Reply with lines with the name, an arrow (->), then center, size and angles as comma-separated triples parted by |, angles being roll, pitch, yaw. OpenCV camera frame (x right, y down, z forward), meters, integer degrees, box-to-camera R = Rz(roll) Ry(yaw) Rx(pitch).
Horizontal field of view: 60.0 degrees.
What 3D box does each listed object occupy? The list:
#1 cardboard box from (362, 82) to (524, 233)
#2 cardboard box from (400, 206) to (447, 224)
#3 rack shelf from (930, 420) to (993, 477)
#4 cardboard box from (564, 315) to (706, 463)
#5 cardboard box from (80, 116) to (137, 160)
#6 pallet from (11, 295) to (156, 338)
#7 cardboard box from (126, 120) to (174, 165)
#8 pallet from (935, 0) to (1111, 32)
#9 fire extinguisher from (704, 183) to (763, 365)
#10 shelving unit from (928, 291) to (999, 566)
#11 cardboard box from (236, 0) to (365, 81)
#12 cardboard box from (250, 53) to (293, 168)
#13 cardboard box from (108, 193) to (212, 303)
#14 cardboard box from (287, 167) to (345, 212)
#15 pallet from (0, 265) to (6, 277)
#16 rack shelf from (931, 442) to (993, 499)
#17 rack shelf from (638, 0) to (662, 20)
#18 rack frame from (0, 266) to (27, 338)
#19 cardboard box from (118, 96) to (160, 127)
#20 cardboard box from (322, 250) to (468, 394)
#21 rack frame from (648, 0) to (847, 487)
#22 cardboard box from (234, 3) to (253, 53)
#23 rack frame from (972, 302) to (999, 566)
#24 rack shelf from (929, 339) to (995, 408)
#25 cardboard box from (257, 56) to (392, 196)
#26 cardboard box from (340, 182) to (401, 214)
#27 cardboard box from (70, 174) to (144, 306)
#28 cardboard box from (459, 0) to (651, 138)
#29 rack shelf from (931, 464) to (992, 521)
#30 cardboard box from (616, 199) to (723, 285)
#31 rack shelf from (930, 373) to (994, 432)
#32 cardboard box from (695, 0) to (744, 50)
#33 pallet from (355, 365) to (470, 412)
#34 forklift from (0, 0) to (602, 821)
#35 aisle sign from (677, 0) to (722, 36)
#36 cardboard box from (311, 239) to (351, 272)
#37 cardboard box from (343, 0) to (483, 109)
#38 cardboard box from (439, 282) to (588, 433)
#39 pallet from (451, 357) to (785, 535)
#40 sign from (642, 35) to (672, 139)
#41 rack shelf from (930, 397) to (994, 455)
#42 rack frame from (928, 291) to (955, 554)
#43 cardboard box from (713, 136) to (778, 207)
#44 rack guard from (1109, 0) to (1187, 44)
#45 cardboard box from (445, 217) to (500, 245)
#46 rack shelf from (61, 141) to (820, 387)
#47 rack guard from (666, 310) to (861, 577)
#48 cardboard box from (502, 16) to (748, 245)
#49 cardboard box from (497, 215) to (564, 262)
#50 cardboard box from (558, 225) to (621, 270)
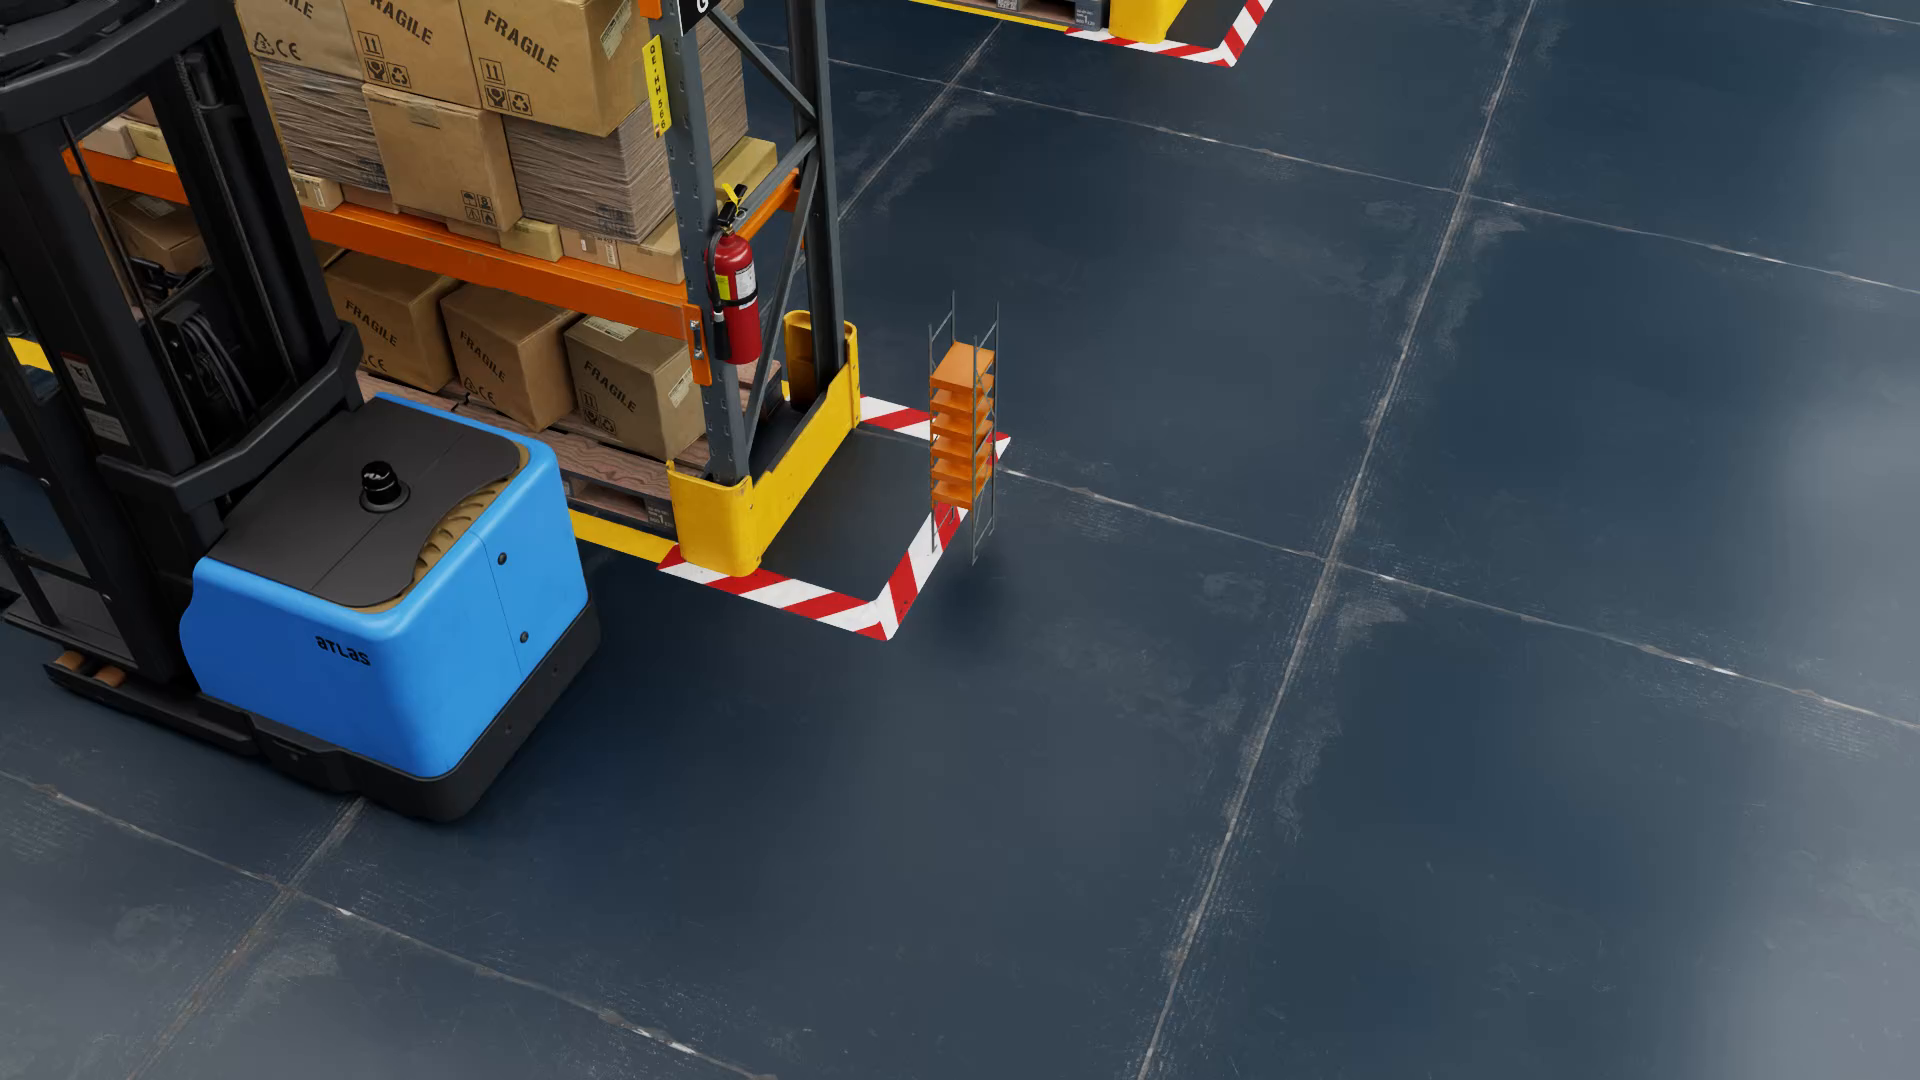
cardboard box -> -1.753, -1.665, 6.354 | 0.500, 0.500, 0.875 | 16, 47, 16
cardboard box -> -2.012, -1.429, 6.577 | 0.250, 0.149, 0.380 | 16, 47, 16
rack shelf -> 0.014, -0.390, 6.693 | 0.180, 0.103, 0.258 | 16, 47, 16
cardboard box -> -1.319, -0.743, 7.183 | 0.500, 0.500, 0.500 | 25, 50, 23
cardboard box -> -3.441, -1.760, 6.909 | 0.250, 0.149, 0.380 | 16, 47, 16
pallet -> -3.807, -1.238, 8.184 | 1.213, 0.211, 1.003 | 16, 47, 16
cardboard box -> -3.195, -1.719, 6.868 | 0.250, 0.149, 0.380 | 16, 47, 16
pallet -> 0.486, -3.679, 10.637 | 1.213, 0.211, 1.003 | 16, 47, 16
fire extinguisher -> -0.820, -0.941, 5.963 | 0.183, 0.674, 0.296 | 16, 47, 16
shelving unit -> 0.014, -0.421, 6.662 | 0.189, 1.200, 0.258 | 16, 47, 16
cardboard box -> -2.276, -2.053, 6.035 | 0.500, 0.500, 0.500 | 16, 47, 16
cardboard box -> -2.655, -1.973, 6.663 | 0.500, 0.500, 0.875 | 16, 47, 16
cardboard box -> -3.555, -1.363, 7.807 | 0.500, 0.500, 0.500 | 32, 53, 28
cardboard box -> -2.516, -1.493, 6.640 | 0.250, 0.149, 0.380 | 16, 47, 16
pallet -> -5.159, -1.608, 8.555 | 1.213, 0.211, 1.003 | 16, 47, 16
rack shelf -> 0.014, -0.305, 6.778 | 0.180, 0.103, 0.258 | 16, 47, 16
rack shelf -> -2.595, -2.651, 6.010 | 4.000, 0.370, 1.077 | 16, 47, 16
rack frame -> -4.440, -2.386, 7.360 | 0.127, 3.000, 1.000 | 16, 47, 16
cardboard box -> -3.101, -2.135, 6.827 | 0.500, 0.500, 0.875 | 16, 47, 16
cardboard box -> -2.454, -1.065, 7.507 | 0.500, 0.500, 0.500 | 21, 48, 19
rack frame -> -0.749, -1.300, 6.268 | 0.127, 3.000, 1.000 | 16, 47, 16
cardboard box -> -2.734, -2.194, 6.177 | 0.500, 0.500, 0.500 | 16, 47, 16
rack frame -> 0.098, -0.396, 6.637 | 0.006, 1.200, 0.240 | 16, 47, 16
rack shelf -> 0.014, -0.645, 6.439 | 0.180, 0.103, 0.258 | 16, 47, 16
cardboard box -> -2.198, -1.829, 6.519 | 0.500, 0.500, 0.875 | 16, 47, 16
cardboard box -> -2.251, -1.482, 6.630 | 0.250, 0.149, 0.380 | 16, 47, 16
cardboard box -> -4.087, -1.514, 7.958 | 0.500, 0.500, 0.500 | 15, 47, 15
cardboard box -> -1.351, -1.783, 5.764 | 0.500, 0.500, 0.500 | 16, 47, 16
rack shelf -> 0.014, -0.220, 6.862 | 0.180, 0.103, 0.258 | 16, 47, 16
cardboard box -> -1.091, -1.154, 6.300 | 0.250, 0.149, 0.380 | 16, 47, 16
rack shelf -> 0.014, -0.560, 6.524 | 0.180, 0.103, 0.258 | 16, 47, 16
cardboard box -> -1.151, -2.122, 6.104 | 0.500, 0.500, 0.500 | 16, 47, 16
pallet -> -2.677, -0.908, 7.852 | 1.213, 0.211, 1.003 | 16, 47, 16
forklift -> -2.985, -0.718, 5.732 | 3.031, 2.935, 1.130 | 17, 47, 16
aisle sign -> -0.807, -2.009, 5.138 | 0.004, 0.787, 0.394 | 16, 47, 16
cardboard box -> -2.952, -1.246, 7.689 | 0.500, 0.500, 0.500 | 13, 46, 12
cardboard box -> -1.815, -1.916, 5.897 | 0.500, 0.500, 0.500 | 16, 47, 16
cardboard box -> -1.883, -0.883, 7.324 | 0.500, 0.500, 0.500 | 29, 52, 26
pallet -> -1.555, -0.575, 7.518 | 1.213, 0.211, 1.003 | 16, 47, 16
sign -> -0.981, -1.466, 5.391 | 0.005, 0.325, 0.100 | 16, 47, 16
rack shelf -> 0.014, -0.475, 6.608 | 0.180, 0.103, 0.258 | 16, 47, 16
rack frame -> -0.071, -0.446, 6.687 | 0.006, 1.200, 0.240 | 16, 47, 16
cardboard box -> -0.920, -1.443, 6.591 | 0.250, 0.149, 0.380 | 16, 47, 16
rack guard -> 1.276, -3.608, 10.361 | 0.348, 0.500, 1.175 | 16, 47, 16
cardboard box -> -1.797, -1.334, 6.481 | 0.250, 0.149, 0.380 | 16, 47, 16
rack shelf -> -2.595, -1.588, 7.068 | 4.000, 0.370, 1.077 | 16, 47, 16
rack guard -> -0.819, -0.434, 7.171 | 0.348, 0.500, 1.175 | 16, 47, 16
cardboard box -> -1.246, -1.608, 6.296 | 0.500, 0.500, 0.875 | 16, 47, 16
cardboard box -> -1.572, -1.256, 6.403 | 0.250, 0.149, 0.380 | 16, 47, 16
cardboard box -> -1.322, -1.222, 6.368 | 0.250, 0.149, 0.380 | 16, 47, 16
